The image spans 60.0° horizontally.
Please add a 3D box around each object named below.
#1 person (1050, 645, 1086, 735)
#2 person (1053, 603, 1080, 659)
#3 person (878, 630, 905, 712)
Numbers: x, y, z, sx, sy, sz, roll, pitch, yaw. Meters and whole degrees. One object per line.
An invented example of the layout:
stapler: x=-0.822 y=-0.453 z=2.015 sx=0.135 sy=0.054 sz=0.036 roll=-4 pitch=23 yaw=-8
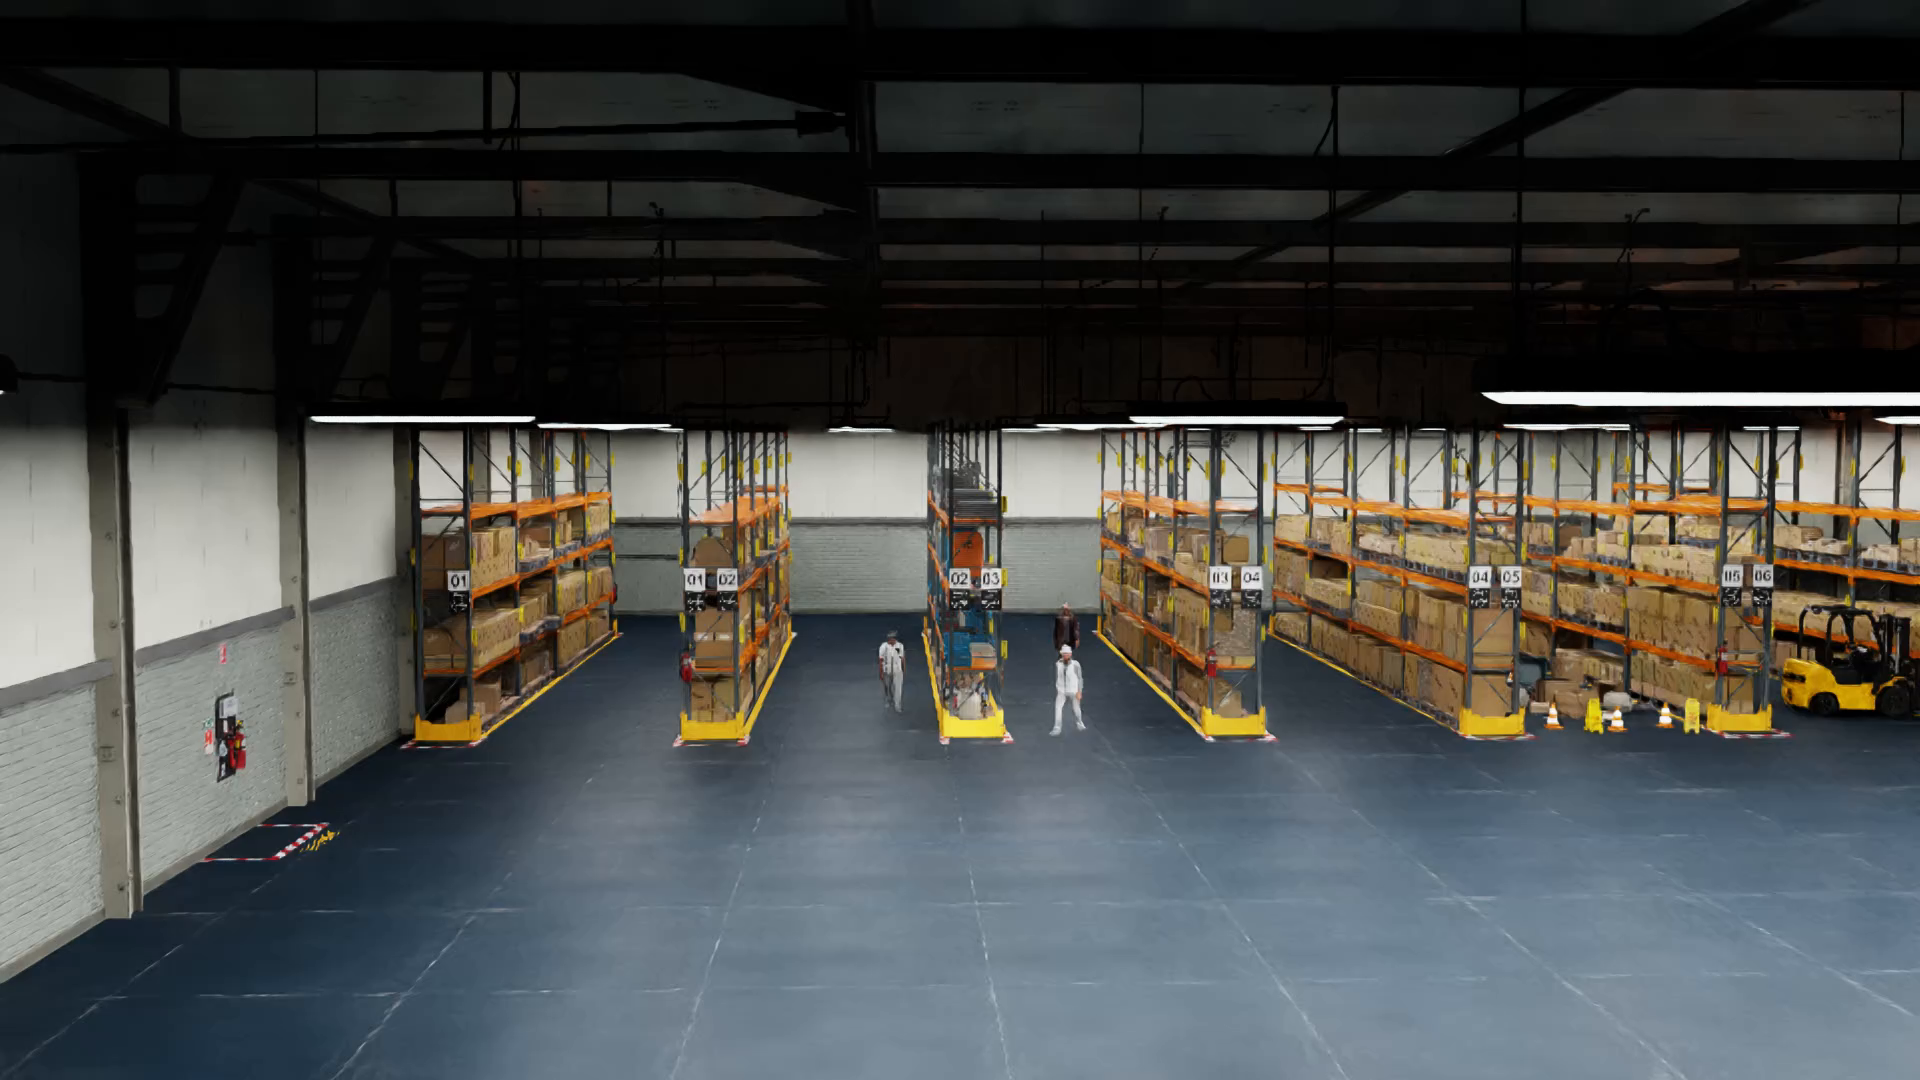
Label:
person: x=2.069 y=2.839 z=31.687 sx=0.576 sy=1.723 sz=0.961 roll=1 pitch=4 yaw=19
person: x=2.512 y=2.344 z=39.244 sx=0.588 sy=1.724 sz=1.111 roll=0 pitch=4 yaw=-3
person: x=-1.410 y=2.675 z=34.254 sx=0.542 sy=1.675 sz=1.126 roll=0 pitch=4 yaw=0
